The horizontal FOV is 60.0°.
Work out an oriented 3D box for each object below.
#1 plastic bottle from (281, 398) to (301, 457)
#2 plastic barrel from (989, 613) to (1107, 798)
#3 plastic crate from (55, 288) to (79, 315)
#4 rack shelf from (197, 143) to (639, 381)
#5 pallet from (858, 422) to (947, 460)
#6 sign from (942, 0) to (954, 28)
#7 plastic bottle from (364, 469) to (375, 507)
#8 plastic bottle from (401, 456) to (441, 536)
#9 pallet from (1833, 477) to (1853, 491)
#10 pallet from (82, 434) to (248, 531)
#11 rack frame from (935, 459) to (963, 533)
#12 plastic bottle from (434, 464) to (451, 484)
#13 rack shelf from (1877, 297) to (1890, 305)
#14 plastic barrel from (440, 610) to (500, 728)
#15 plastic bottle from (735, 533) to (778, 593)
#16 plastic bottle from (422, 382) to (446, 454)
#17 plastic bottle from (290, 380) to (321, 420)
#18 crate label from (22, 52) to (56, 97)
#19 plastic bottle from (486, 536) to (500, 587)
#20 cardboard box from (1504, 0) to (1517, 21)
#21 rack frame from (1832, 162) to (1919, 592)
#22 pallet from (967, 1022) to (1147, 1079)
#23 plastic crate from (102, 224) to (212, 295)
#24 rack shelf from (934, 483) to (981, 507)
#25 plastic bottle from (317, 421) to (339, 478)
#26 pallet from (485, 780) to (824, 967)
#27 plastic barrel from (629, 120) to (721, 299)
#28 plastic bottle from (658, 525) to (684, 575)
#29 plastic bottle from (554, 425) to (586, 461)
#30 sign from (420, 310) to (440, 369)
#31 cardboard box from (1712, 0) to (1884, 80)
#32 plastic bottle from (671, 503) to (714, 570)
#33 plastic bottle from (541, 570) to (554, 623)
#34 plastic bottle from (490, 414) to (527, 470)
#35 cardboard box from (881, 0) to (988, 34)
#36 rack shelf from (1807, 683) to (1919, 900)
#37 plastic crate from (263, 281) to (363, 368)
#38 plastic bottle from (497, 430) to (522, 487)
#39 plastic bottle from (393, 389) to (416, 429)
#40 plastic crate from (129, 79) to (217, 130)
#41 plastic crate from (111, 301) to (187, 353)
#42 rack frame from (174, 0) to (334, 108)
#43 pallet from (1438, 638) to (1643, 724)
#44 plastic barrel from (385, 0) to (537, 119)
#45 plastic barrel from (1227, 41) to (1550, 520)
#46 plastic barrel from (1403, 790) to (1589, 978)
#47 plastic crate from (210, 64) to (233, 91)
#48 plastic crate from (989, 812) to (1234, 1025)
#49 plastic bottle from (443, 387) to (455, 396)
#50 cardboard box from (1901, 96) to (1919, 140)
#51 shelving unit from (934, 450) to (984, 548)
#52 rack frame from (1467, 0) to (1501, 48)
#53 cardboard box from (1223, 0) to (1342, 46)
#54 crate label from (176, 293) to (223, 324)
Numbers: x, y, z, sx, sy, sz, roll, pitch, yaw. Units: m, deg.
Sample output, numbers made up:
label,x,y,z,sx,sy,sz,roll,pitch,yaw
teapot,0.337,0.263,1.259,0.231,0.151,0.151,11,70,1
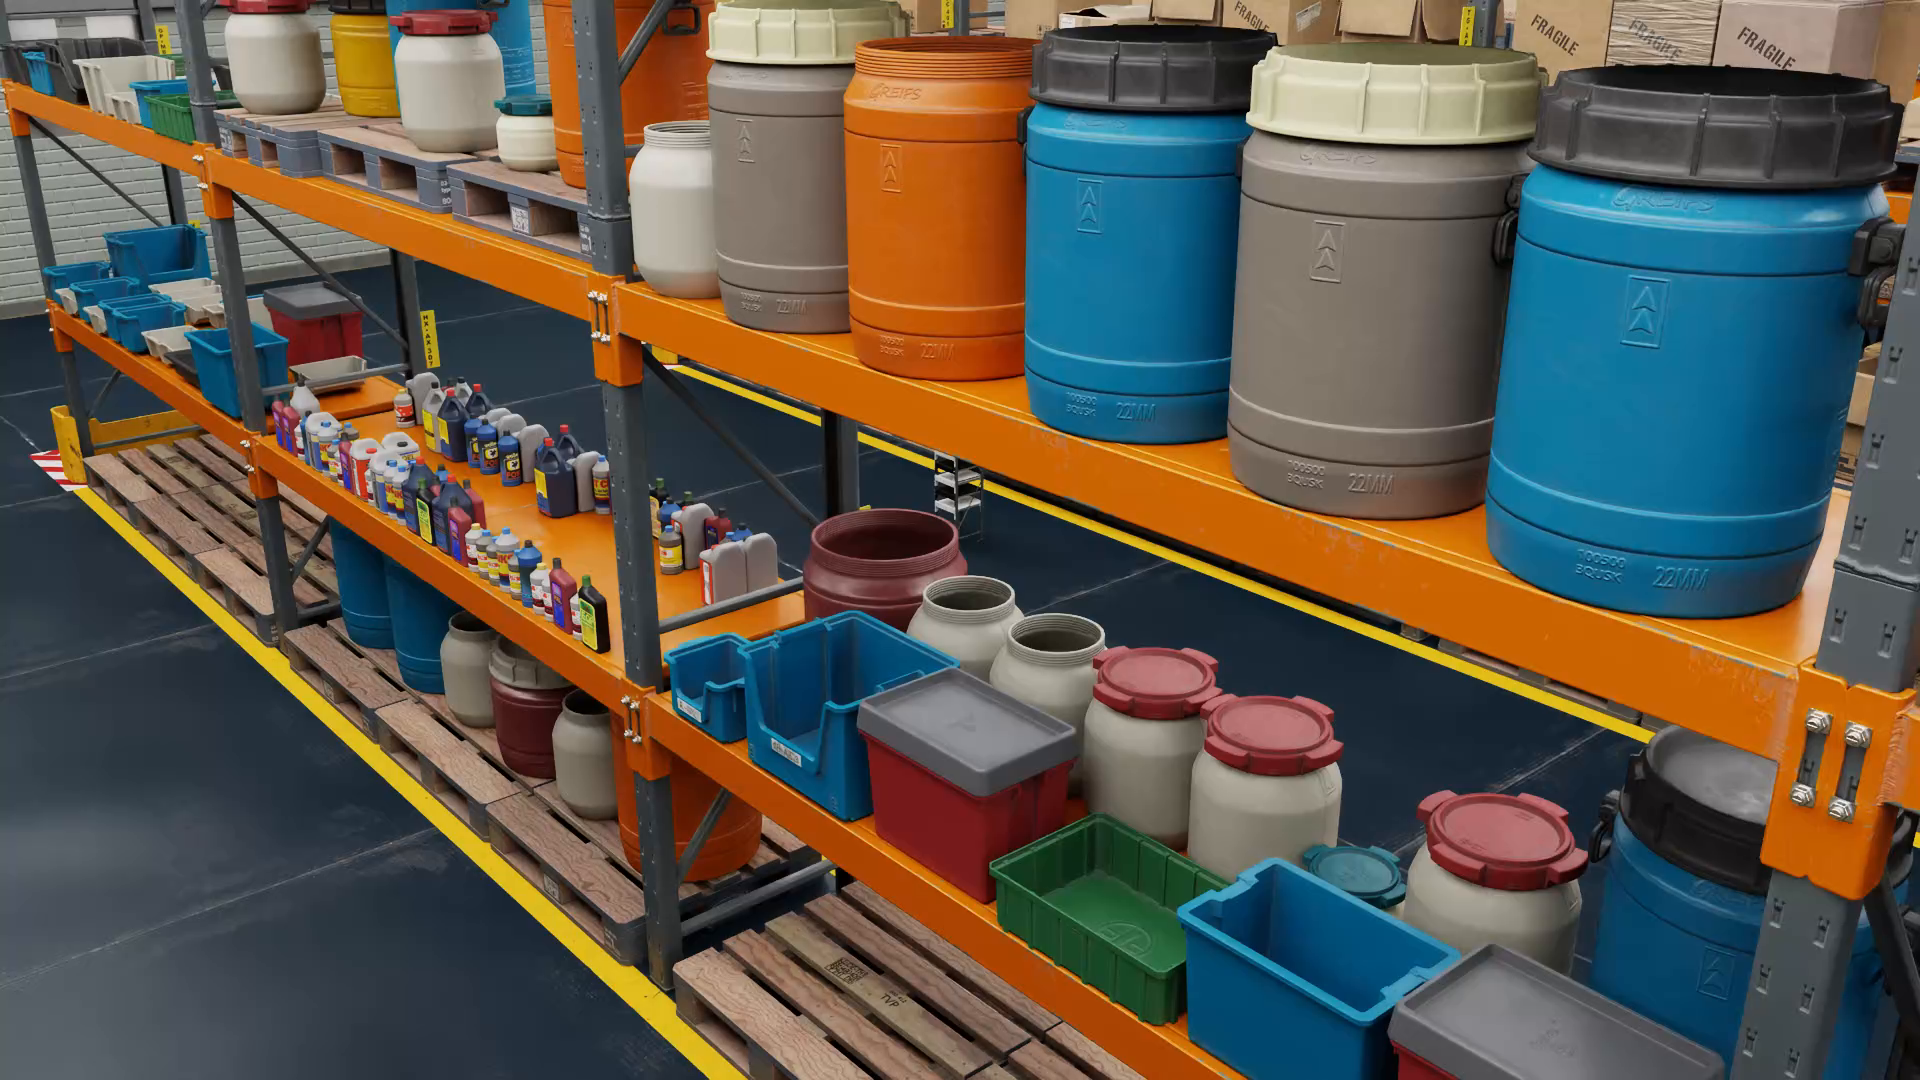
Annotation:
label,x,y,z,sx,sy,sz,roll,pitch,yaw
plastic bottle,-3.412,-0.576,8.502,0.061,0.283,0.133,-17,27,-37
plastic barrel,0.304,0.533,5.358,0.421,0.512,0.421,0,21,0
plastic crate,-5.968,-1.626,11.301,0.250,0.136,0.298,-17,27,-37
rack shelf,-2.110,-1.379,7.266,1.077,0.370,4.000,-17,27,-37
pallet,-0.100,-0.980,13.195,1.003,0.211,1.213,-17,27,-37
sign,-0.082,-3.591,11.109,0.100,0.325,0.005,-17,27,-37
plastic bottle,-2.742,-0.265,7.819,0.097,0.201,0.097,0,21,0
plastic bottle,-2.418,-0.210,7.474,0.144,0.351,0.185,-17,27,-37
pallet,4.271,-0.318,7.945,1.003,0.211,1.213,-17,27,-37
pallet,-5.517,-0.440,11.817,1.003,0.211,1.213,-17,27,-37
rack frame,-0.072,-0.449,10.897,0.240,0.900,0.006,-17,27,-37
plastic bottle,-2.355,-0.214,7.593,0.097,0.271,0.097,0,21,0
rack shelf,8.077,-1.209,10.945,1.077,0.370,4.000,-17,27,-37
plastic barrel,-2.310,0.620,8.124,0.421,0.512,0.421,0,21,0
plastic bottle,-0.842,0.096,6.795,0.152,0.276,0.135,-17,27,-37
plastic bottle,-2.677,-0.637,8.564,0.144,0.351,0.185,-17,27,-37
plastic bottle,-3.405,-0.662,8.628,0.144,0.351,0.185,-17,27,-37
crate label,-5.669,-2.971,10.547,0.408,0.251,0.502,-17,27,-37
plastic bottle,-1.921,0.083,6.932,0.097,0.201,0.097,0,21,0
cardboard box,4.576,-4.460,13.691,0.500,0.311,0.500,-18,28,-38
rack frame,1.807,-1.453,2.355,1.000,3.000,0.127,-17,27,-37
pallet,0.464,2.094,5.349,1.003,0.211,1.213,-17,27,-37
plastic crate,-5.666,-1.972,11.774,0.616,0.435,0.499,-17,27,-37
rack shelf,-0.005,-0.306,10.871,0.258,0.077,0.200,-17,27,-37
plastic bottle,-3.108,-0.452,8.201,0.097,0.271,0.097,0,21,0
pallet,-1.350,1.325,7.310,1.003,0.211,1.213,-17,27,-37
plastic barrel,-0.834,-1.055,5.298,0.421,0.512,0.421,0,21,0
plastic bottle,-1.226,0.038,7.046,0.097,0.201,0.097,0,21,0
plastic bottle,-1.848,-0.367,7.875,0.144,0.351,0.185,-17,27,-37
sign,-2.997,-1.129,9.375,0.100,0.325,0.005,-17,27,-37
cardboard box,3.722,-2.151,7.427,0.500,0.500,0.500,-18,28,-39
plastic bottle,-1.144,-0.032,7.122,0.152,0.276,0.135,-17,27,-37
plastic bottle,-1.604,0.217,6.589,0.097,0.201,0.097,0,21,0
plastic bottle,-2.258,-0.503,8.325,0.152,0.276,0.135,-17,27,-37
cardboard box,-0.219,-3.936,11.958,0.700,0.500,0.500,-19,29,-40
rack shelf,3.112,0.831,1.623,1.077,0.370,4.000,-17,27,-37
plastic crate,-3.808,-1.234,9.852,0.402,0.464,0.583,-17,27,-37
plastic bottle,-2.189,-0.402,8.074,0.097,0.271,0.097,0,21,0
plastic bottle,-2.995,-0.711,8.958,0.097,0.201,0.097,0,21,0
plastic crate,-4.251,-2.364,9.024,0.416,0.233,0.300,-17,27,-37
plastic crate,-5.059,-1.332,10.419,0.416,0.233,0.300,-17,27,-37
rack frame,-3.415,-3.664,7.999,1.000,3.000,0.127,-17,27,-37
pallet,3.457,0.571,9.238,1.003,0.211,1.213,-17,27,-37
plastic barrel,-2.185,-2.261,7.267,0.600,0.901,0.708,-17,27,-37
plastic barrel,0.883,-0.560,3.499,0.600,0.901,0.600,0,21,0
plastic barrel,1.348,0.960,4.233,0.433,0.535,0.433,0,21,0
plastic crate,-4.018,-2.614,9.612,0.497,0.269,0.590,-17,27,-37
plastic crate,0.456,1.025,4.545,0.450,0.188,0.662,-17,27,-37
plastic bottle,-2.675,-0.680,8.776,0.152,0.276,0.135,-17,27,-37
cardboard box,4.259,-1.817,7.141,0.380,0.166,0.250,-18,28,-39
shelving unit,-0.005,-0.421,10.826,0.258,0.900,0.210,-17,27,-37
rack frame,2.948,-3.737,8.187,1.000,3.000,0.127,-17,27,-37
cardboard box,1.865,-2.952,9.581,0.500,0.500,0.500,-16,26,-35
crate label,-4.978,-1.544,11.091,0.396,0.136,0.243,-17,27,-37
